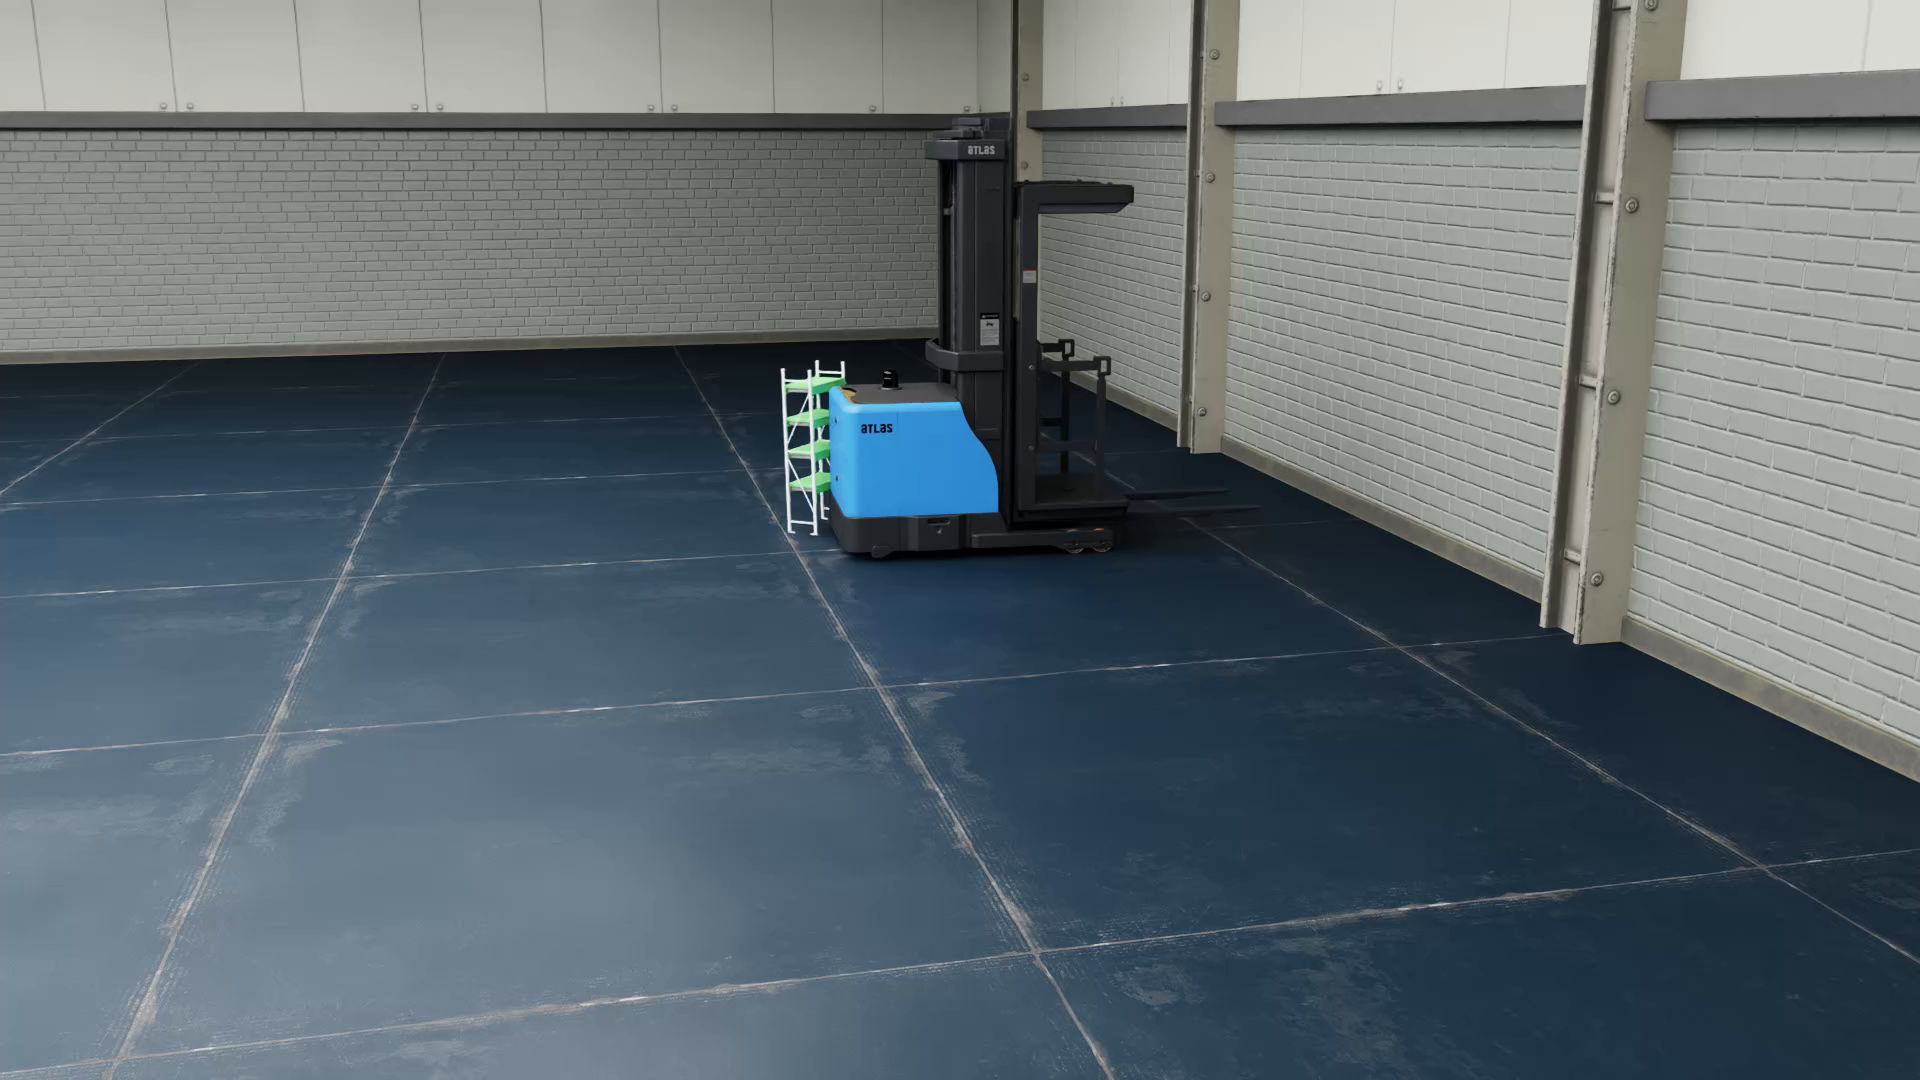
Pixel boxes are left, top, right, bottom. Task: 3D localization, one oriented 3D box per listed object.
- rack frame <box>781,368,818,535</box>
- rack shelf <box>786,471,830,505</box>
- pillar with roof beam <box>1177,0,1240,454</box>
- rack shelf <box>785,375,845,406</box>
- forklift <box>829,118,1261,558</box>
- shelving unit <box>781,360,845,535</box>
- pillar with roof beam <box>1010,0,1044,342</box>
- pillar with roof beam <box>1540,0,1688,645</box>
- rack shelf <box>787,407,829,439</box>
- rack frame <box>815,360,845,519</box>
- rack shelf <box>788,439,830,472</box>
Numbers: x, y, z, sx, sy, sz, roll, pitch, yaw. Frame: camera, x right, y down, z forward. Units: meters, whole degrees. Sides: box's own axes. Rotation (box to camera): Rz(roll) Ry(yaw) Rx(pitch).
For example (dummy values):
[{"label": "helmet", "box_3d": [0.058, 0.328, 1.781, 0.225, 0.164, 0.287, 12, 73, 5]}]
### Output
[{"label": "rack frame", "box_3d": [-1.155, -0.632, 11.973, 0.240, 1.200, 0.015, 5, 15, 25]}, {"label": "rack shelf", "box_3d": [-1.046, -0.388, 12.257, 0.258, 0.148, 0.480, 5, 15, 25]}, {"label": "pillar with roof beam", "box_3d": [-1.965, -4.973, 13.322, 9.100, 9.000, 0.400, -3, 14, -13]}, {"label": "rack shelf", "box_3d": [-1.059, -1.089, 12.092, 0.258, 0.148, 0.480, 5, 15, 25]}, {"label": "forklift", "box_3d": [0.612, -1.451, 11.692, 3.031, 2.935, 1.130, -3, 14, -10]}, {"label": "shelving unit", "box_3d": [-1.051, -0.684, 12.187, 0.258, 1.200, 0.503, 5, 15, 25]}, {"label": "pillar with roof beam", "box_3d": [-3.374, -6.357, 18.987, 9.100, 9.000, 0.400, -3, 14, -13]}, {"label": "pillar with roof beam", "box_3d": [-0.556, -3.589, 7.656, 9.100, 9.000, 0.400, -3, 14, -13]}, {"label": "rack shelf", "box_3d": [-1.055, -0.855, 12.147, 0.258, 0.148, 0.480, 5, 15, 25]}, {"label": "rack frame", "box_3d": [-0.948, -0.737, 12.402, 0.240, 1.200, 0.015, 5, 15, 25]}, {"label": "rack shelf", "box_3d": [-1.050, -0.622, 12.202, 0.258, 0.148, 0.480, 5, 15, 25]}]
